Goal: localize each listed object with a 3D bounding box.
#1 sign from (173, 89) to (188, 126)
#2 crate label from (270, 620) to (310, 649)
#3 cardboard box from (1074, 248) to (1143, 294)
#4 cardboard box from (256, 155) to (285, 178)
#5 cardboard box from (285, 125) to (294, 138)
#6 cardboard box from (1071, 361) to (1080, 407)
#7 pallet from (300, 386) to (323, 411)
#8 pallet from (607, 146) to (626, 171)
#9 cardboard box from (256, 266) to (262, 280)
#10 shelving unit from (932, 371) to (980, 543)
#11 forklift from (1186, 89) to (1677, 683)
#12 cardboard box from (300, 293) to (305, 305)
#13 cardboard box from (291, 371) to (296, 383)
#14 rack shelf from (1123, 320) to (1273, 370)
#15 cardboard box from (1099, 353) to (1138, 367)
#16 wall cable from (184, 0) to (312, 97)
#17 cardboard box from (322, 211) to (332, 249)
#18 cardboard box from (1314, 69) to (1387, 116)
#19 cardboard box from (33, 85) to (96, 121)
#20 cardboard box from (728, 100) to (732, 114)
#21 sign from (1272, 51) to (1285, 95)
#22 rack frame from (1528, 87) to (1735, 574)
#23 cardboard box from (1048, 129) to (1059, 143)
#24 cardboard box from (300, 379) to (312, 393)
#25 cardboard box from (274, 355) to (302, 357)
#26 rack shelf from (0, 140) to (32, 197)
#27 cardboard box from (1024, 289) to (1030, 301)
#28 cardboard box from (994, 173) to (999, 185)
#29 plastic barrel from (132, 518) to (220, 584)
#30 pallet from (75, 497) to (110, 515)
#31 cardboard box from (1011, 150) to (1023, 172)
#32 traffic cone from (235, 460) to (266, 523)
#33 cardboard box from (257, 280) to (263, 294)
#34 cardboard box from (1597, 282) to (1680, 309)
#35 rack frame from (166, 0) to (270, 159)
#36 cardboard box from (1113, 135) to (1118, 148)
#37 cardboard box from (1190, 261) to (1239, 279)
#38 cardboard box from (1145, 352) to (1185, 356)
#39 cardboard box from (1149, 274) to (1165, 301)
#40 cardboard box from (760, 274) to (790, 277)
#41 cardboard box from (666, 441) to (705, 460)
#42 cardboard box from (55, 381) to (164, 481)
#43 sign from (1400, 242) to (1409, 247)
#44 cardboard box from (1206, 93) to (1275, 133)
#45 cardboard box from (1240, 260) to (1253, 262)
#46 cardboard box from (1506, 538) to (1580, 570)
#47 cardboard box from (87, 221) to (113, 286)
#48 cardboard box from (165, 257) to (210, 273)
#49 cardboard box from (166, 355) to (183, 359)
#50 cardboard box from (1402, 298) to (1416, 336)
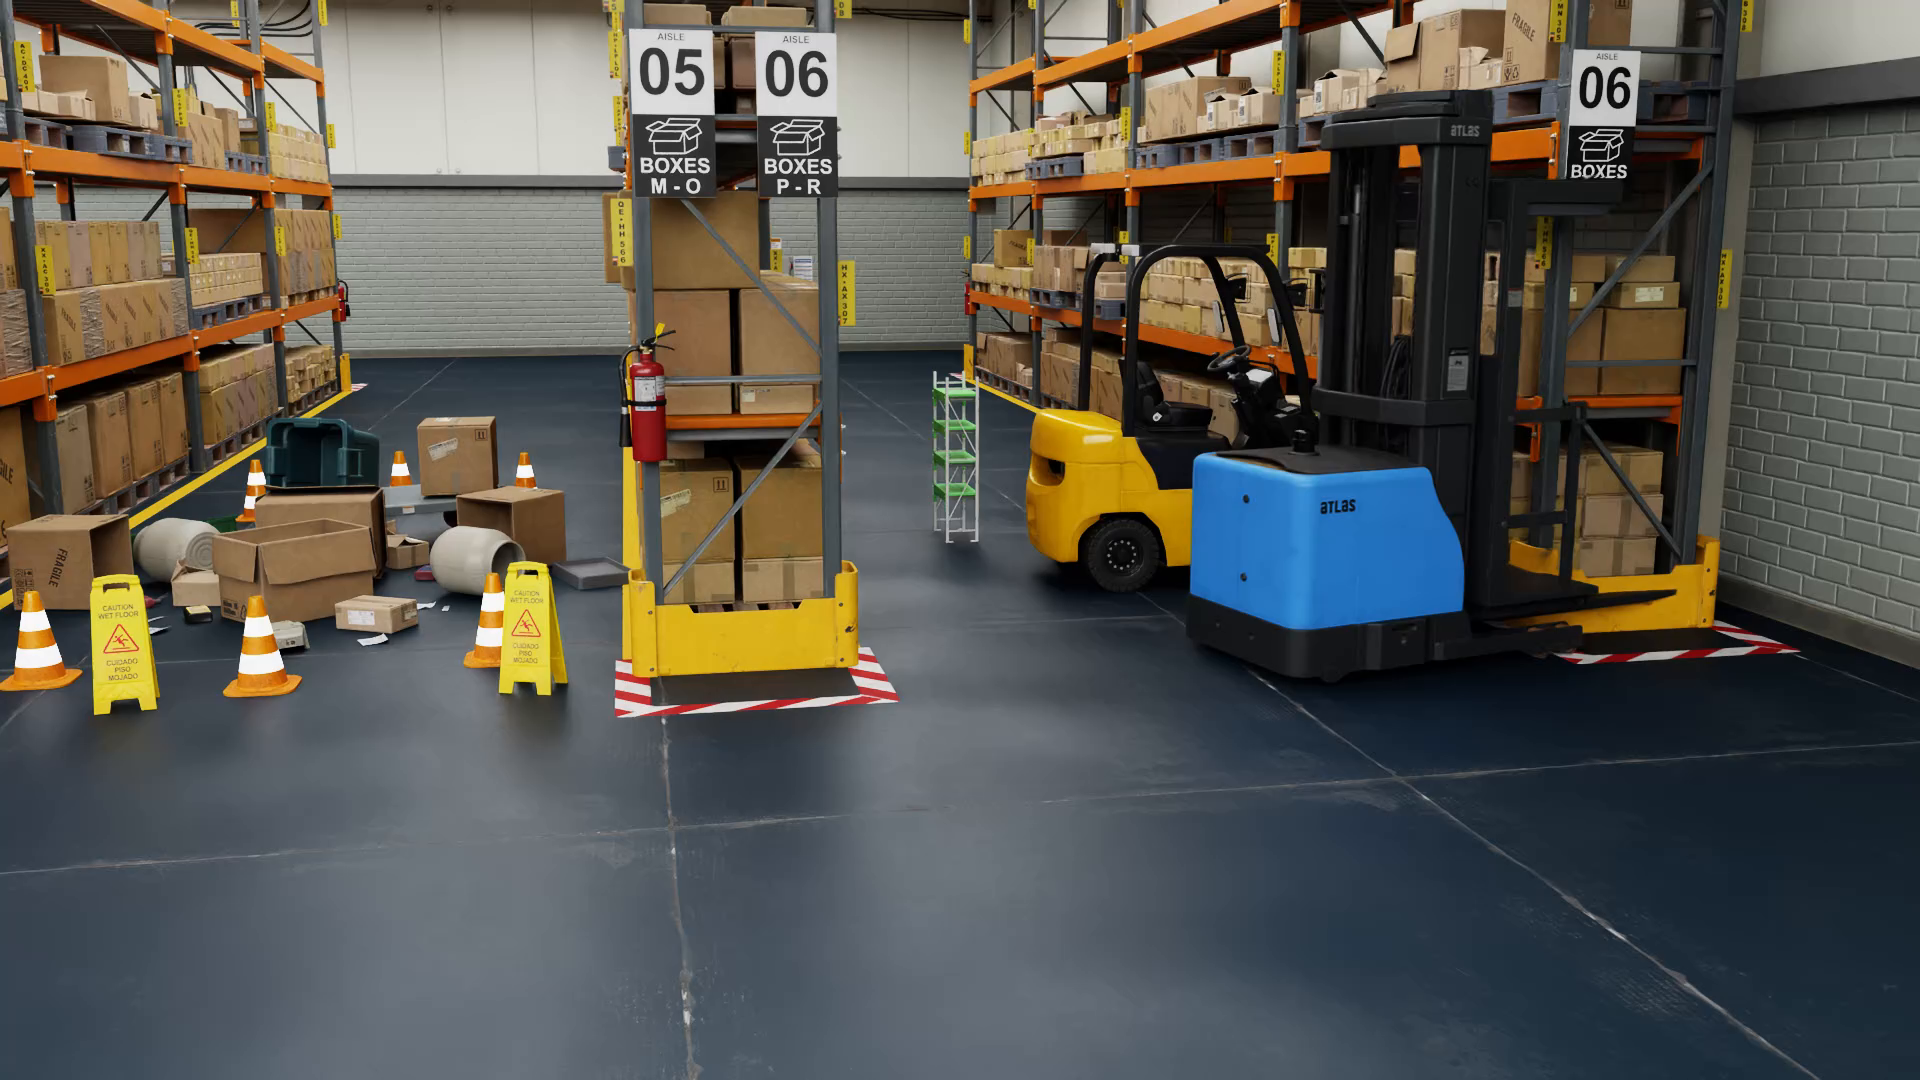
[{"bbox_3d":[-6.961,-3.861,14.842,0.100,0.325,0.005,-2,11,-11],"label":"sign"},{"bbox_3d":[-3.701,0.528,9.056,0.250,0.136,0.298,-9,14,-40],"label":"crate label"},{"bbox_3d":[1.698,-3.005,18.564,0.797,0.503,0.637,-2,11,-12],"label":"cardboard box"},{"bbox_3d":[-8.116,-4.304,19.165,0.500,0.250,0.500,-2,11,-8],"label":"cardboard box"},{"bbox_3d":[-8.313,-4.956,20.186,0.380,0.149,0.250,-2,11,-8],"label":"cardboard box"},{"bbox_3d":[1.593,-1.786,19.121,0.500,0.500,0.500,-3,11,-13],"label":"cardboard box"},{"bbox_3d":[-8.691,-1.786,21.014,1.003,0.211,1.213,-2,11,-11],"label":"pallet"},{"bbox_3d":[-2.849,-3.771,16.471,1.213,0.211,1.003,-2,11,-8],"label":"pallet"},{"bbox_3d":[-8.014,-2.973,18.545,0.380,0.149,0.250,-2,11,-9],"label":"cardboard box"},{"bbox_3d":[-0.032,-0.620,12.244,0.258,1.200,0.503,-2,11,-11],"label":"shelving unit"},{"bbox_3d":[2.789,-0.890,9.033,3.031,2.935,1.130,-5,12,-25],"label":"forklift"},{"bbox_3d":[-8.323,-2.990,20.553,0.380,0.149,0.250,-2,11,-8],"label":"cardboard box"},{"bbox_3d":[-8.312,-1.976,20.260,0.380,0.149,0.250,-3,11,-14],"label":"cardboard box"},{"bbox_3d":[2.586,-1.735,15.215,1.077,0.370,4.000,-2,11,-11],"label":"rack shelf"},{"bbox_3d":[1.754,-1.983,18.419,0.380,0.149,0.250,-2,11,-9],"label":"cardboard box"},{"bbox_3d":[-11.667,-9.071,27.184,2.277,5.999,0.120,-2,11,-11],"label":"wall cable"},{"bbox_3d":[-8.730,-4.155,22.265,0.500,0.500,0.500,-2,11,-12],"label":"cardboard box"},{"bbox_3d":[2.897,-3.246,12.052,0.500,0.311,0.500,-2,11,-10],"label":"cardboard box"},{"bbox_3d":[-6.885,-3.356,12.753,0.396,0.266,0.258,-2,11,-11],"label":"cardboard box"},{"bbox_3d":[-1.091,-2.369,9.271,0.380,0.149,0.250,-2,11,-11],"label":"cardboard box"},{"bbox_3d":[2.444,-3.582,12.749,0.100,0.325,0.005,-2,11,-11],"label":"sign"},{"bbox_3d":[3.753,-0.988,9.366,1.000,3.000,0.127,-2,11,-11],"label":"rack frame"},{"bbox_3d":[1.252,-4.729,19.486,0.380,0.149,0.250,-2,11,-12],"label":"cardboard box"},{"bbox_3d":[-8.333,-1.930,20.817,0.380,0.149,0.250,-2,11,-13],"label":"cardboard box"},{"bbox_3d":[-8.418,-2.219,20.743,0.380,0.149,0.250,-3,11,-13],"label":"cardboard box"},{"bbox_3d":[-6.340,-2.095,9.085,1.077,0.370,4.000,-2,11,-11],"label":"rack shelf"},{"bbox_3d":[1.037,-3.162,21.459,0.380,0.149,0.250,-2,11,-9],"label":"cardboard box"},{"bbox_3d":[0.678,-4.921,22.680,0.380,0.149,0.250,-2,11,-11],"label":"cardboard box"},{"bbox_3d":[-5.004,0.076,10.666,0.512,0.421,0.421,6,12,28],"label":"plastic barrel"},{"bbox_3d":[-6.953,-0.111,12.215,1.003,0.211,1.213,-2,11,-11],"label":"pallet"},{"bbox_3d":[0.968,-4.909,21.551,0.500,0.250,0.500,-3,11,-13],"label":"cardboard box"},{"bbox_3d":[-5.509,-0.397,13.044,0.336,0.463,0.334,-2,11,-11],"label":"traffic cone"},{"bbox_3d":[-8.014,-2.827,18.574,0.380,0.149,0.250,-2,11,-12],"label":"cardboard box"},{"bbox_3d":[3.941,-1.428,9.673,0.380,0.149,0.250,-2,11,-12],"label":"cardboard box"},{"bbox_3d":[-8.285,-5.756,18.374,1.000,3.000,0.127,-2,11,-11],"label":"rack frame"},{"bbox_3d":[1.834,-4.205,17.579,0.380,0.149,0.250,-2,11,-10],"label":"cardboard box"},{"bbox_3d":[2.285,-2.423,14.904,0.380,0.149,0.250,-2,11,-13],"label":"cardboard box"},{"bbox_3d":[2.287,-2.005,18.536,0.380,0.149,0.250,-3,11,-14],"label":"cardboard box"},{"bbox_3d":[2.140,-2.445,16.086,0.500,0.250,0.500,-2,11,-9],"label":"cardboard box"},{"bbox_3d":[-1.351,-1.474,10.857,0.500,0.500,0.500,-2,11,-9],"label":"cardboard box"},{"bbox_3d":[-1.664,-0.552,9.564,0.380,0.149,0.250,-2,11,-9],"label":"cardboard box"},{"bbox_3d":[-7.304,-0.902,13.805,1.050,0.750,0.750,-2,11,-10],"label":"cardboard box"},{"bbox_3d":[3.519,-2.207,13.240,0.100,0.325,0.005,-2,11,-11],"label":"sign"},{"bbox_3d":[2.446,-3.672,14.291,0.500,0.311,0.500,-3,11,-13],"label":"cardboard box"},{"bbox_3d":[2.776,-2.490,15.255,0.380,0.149,0.250,-2,11,-9],"label":"cardboard box"},{"bbox_3d":[3.351,0.082,9.977,0.500,0.250,0.500,-2,11,-11],"label":"cardboard box"},{"bbox_3d":[-7.129,-2.253,13.069,0.700,0.500,0.500,-2,11,-12],"label":"cardboard box"},{"bbox_3d":[-7.556,-2.686,16.242,0.380,0.149,0.250,-3,11,-13],"label":"cardboard box"},{"bbox_3d":[-8.090,-1.724,16.791,0.500,0.250,0.500,-2,11,-10],"label":"cardboard box"},{"bbox_3d":[3.208,-1.308,10.776,0.500,0.500,0.500,-2,11,-12],"label":"cardboard box"}]
